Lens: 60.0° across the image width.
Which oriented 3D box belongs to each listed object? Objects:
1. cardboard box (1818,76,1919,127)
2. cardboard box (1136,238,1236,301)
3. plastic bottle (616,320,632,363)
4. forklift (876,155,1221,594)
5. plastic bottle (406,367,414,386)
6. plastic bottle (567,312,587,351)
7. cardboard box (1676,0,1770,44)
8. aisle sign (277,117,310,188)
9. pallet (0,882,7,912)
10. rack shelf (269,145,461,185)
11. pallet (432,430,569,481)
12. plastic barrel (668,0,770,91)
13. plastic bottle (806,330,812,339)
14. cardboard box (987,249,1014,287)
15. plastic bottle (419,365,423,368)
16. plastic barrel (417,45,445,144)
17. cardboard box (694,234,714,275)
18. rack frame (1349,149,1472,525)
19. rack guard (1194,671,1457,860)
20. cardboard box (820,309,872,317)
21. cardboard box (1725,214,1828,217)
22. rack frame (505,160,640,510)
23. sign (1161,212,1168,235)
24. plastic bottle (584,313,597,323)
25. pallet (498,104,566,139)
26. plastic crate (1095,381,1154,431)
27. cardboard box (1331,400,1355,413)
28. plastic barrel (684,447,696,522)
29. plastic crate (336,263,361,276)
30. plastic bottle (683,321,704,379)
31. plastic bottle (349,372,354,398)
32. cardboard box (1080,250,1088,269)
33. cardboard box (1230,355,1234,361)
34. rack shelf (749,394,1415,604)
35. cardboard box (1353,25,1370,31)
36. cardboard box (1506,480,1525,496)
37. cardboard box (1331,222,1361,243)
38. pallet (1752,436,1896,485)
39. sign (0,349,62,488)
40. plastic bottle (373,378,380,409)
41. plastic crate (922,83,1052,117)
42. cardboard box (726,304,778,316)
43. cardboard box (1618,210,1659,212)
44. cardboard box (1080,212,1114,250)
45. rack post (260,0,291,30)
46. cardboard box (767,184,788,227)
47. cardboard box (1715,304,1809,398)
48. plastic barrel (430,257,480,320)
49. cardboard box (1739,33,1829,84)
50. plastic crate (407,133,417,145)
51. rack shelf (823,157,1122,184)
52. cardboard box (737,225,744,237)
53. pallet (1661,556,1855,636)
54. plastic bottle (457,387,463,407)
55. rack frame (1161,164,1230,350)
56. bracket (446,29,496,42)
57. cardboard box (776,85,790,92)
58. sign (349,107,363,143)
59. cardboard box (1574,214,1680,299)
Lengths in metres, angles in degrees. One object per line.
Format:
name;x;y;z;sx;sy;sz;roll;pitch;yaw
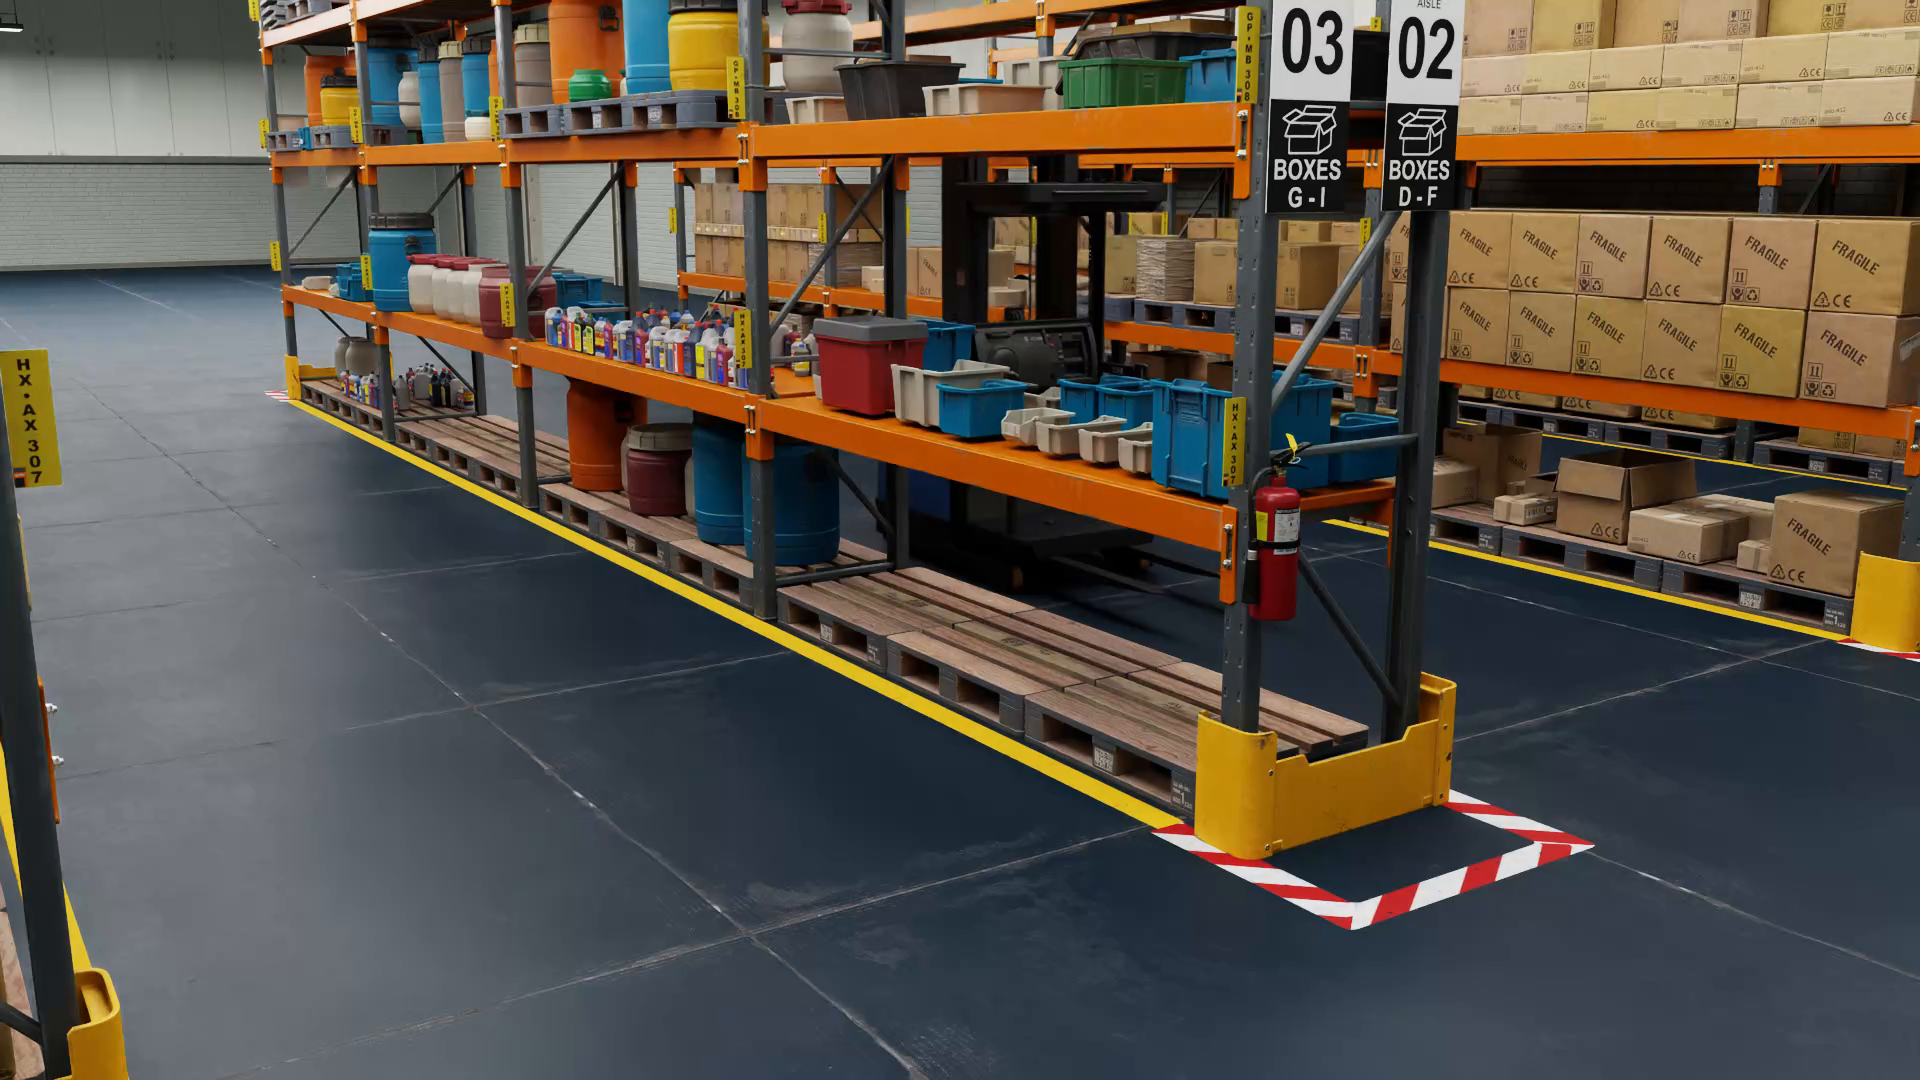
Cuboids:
cardboard box;5.076;-2.385;9.078;0.500;0.250;0.500;-8;15;-33
cardboard box;1.939;-2.326;14.259;0.700;0.500;0.500;-5;13;-22
plastic bottle;-2.239;-1.348;11.293;0.152;0.276;0.135;-8;15;-33
forklift;0.602;-1.223;10.595;1.130;2.935;3.031;-8;14;-31
plastic bottle;-5.999;-1.745;18.150;0.061;0.283;0.133;-8;15;-33
plastic bottle;-2.751;-1.512;12.045;0.152;0.276;0.135;-8;15;-33
cardboard box;4.709;-3.200;9.879;0.700;0.500;0.500;-8;15;-33
aisle sign;-7.694;-4.441;19.063;0.394;0.787;0.004;-8;15;-33
pallet;-3.848;1.251;5.645;1.003;0.211;1.213;-8;15;-33
rack shelf;-6.302;-3.951;17.571;1.077;0.370;4.000;-8;15;-33
pallet;-4.046;-0.767;14.875;1.003;0.211;1.213;-8;15;-33
plastic barrel;-1.436;-2.960;9.929;0.600;0.588;0.600;0;12;0
plastic bottle;-0.945;-1.212;10.685;0.097;0.271;0.097;0;12;0
cardboard box;0.205;-2.701;16.958;0.500;0.500;0.500;-9;15;-36
plastic bottle;-5.948;-1.787;18.343;0.061;0.283;0.133;-8;14;-31
plastic barrel;-4.731;-4.127;15.518;0.600;0.901;0.708;-8;15;-33
cardboard box;-3.036;-3.743;21.722;0.700;0.500;0.500;-8;15;-33
rack frame;3.364;-1.644;12.360;1.000;3.000;0.127;-8;15;-33
rack guard;1.479;0.877;6.683;1.175;0.500;0.348;-8;15;-33
cardboard box;-1.348;-2.503;19.984;0.500;0.500;0.500;-8;15;-33
cardboard box;4.985;-1.762;10.324;0.500;0.500;0.500;-8;15;-32
rack frame;-2.978;-1.770;12.935;1.000;3.000;0.127;-8;15;-33
sign;2.606;-4.011;21.158;0.100;0.325;0.005;-8;15;-33
plastic bottle;-2.659;-1.493;11.969;0.097;0.271;0.097;0;12;0
pallet;-2.635;-2.996;11.960;1.003;0.211;1.213;-8;15;-33
plastic crate;0.863;-0.612;7.890;0.416;0.233;0.300;-8;15;-33
cardboard box;2.994;-0.847;13.533;0.500;0.500;0.500;-8;15;-32
plastic barrel;-1.679;-0.384;11.438;0.421;0.512;0.421;0;12;0
plastic crate;-6.884;-3.067;19.212;0.499;0.251;0.616;-8;15;-33
plastic bottle;-1.646;-1.192;10.408;0.144;0.351;0.185;-8;15;-33
plastic bottle;-6.475;-1.655;17.764;0.097;0.271;0.097;0;12;0
cardboard box;1.978;-3.816;22.596;0.500;0.250;0.500;-8;15;-33
cardboard box;3.803;-2.433;20.788;0.700;0.500;0.500;-8;15;-34
rack shelf;0.347;-0.352;8.132;1.077;0.370;4.000;-8;15;-33
cardboard box;3.146;-3.511;12.423;0.600;0.600;0.600;-10;16;-38
cardboard box;4.174;-0.339;12.035;0.380;0.149;0.250;-8;15;-33
cardboard box;4.669;-3.385;19.056;0.700;0.500;0.500;-10;16;-38
pallet;7.842;-0.725;14.681;1.003;0.211;1.213;-8;15;-33
sign;-2.203;-0.287;3.943;0.100;0.325;0.005;-8;15;-33
plastic bottle;-5.897;-1.517;16.948;0.144;0.351;0.185;-9;15;-36
plastic crate;0.103;-2.022;7.683;0.437;0.136;0.530;-8;15;-33
cardboard box;-2.606;-2.709;20.926;0.500;0.500;0.500;-8;15;-33
cardboard box;6.456;-3.037;15.997;0.500;0.250;0.500;-8;15;-32
cardboard box;1.983;-4.183;22.519;0.500;0.500;0.500;-9;15;-34
rack post;-7.097;-5.730;18.170;0.937;0.300;0.954;-6;14;-27
cardboard box;-1.877;-4.007;19.892;0.700;0.500;0.500;-8;15;-33
cardboard box;4.815;-1.121;9.733;0.500;0.500;0.500;-8;15;-32
plastic barrel;-4.440;-2.221;14.680;0.433;0.535;0.433;0;12;0
cardboard box;4.806;-2.719;9.435;0.500;0.250;0.500;-8;15;-33
plastic crate;-5.841;-4.156;17.321;0.336;0.188;0.450;-8;15;-33
rack shelf;0.040;-3.825;16.996;1.077;0.370;4.000;-8;15;-33
cardboard box;-2.531;-3.820;20.557;0.380;0.149;0.250;-8;15;-33
pallet;5.096;0.274;10.114;1.003;0.211;1.213;-8;15;-33
plastic bottle;-5.118;-1.474;17.102;0.097;0.201;0.097;0;12;0
rack frame;3.054;-3.654;21.550;1.000;3.000;0.127;-8;15;-33
bracket;-13.314;-13.794;45.450;0.076;0.066;4.783;-8;15;-33
cardboard box;-1.876;-5.164;19.882;0.797;0.503;0.637;-6;14;-27
sign;-5.658;-3.888;15.578;0.100;0.325;0.005;-8;15;-33
cardboard box;4.249;-1.790;10.450;0.500;0.500;0.500;-8;14;-31
